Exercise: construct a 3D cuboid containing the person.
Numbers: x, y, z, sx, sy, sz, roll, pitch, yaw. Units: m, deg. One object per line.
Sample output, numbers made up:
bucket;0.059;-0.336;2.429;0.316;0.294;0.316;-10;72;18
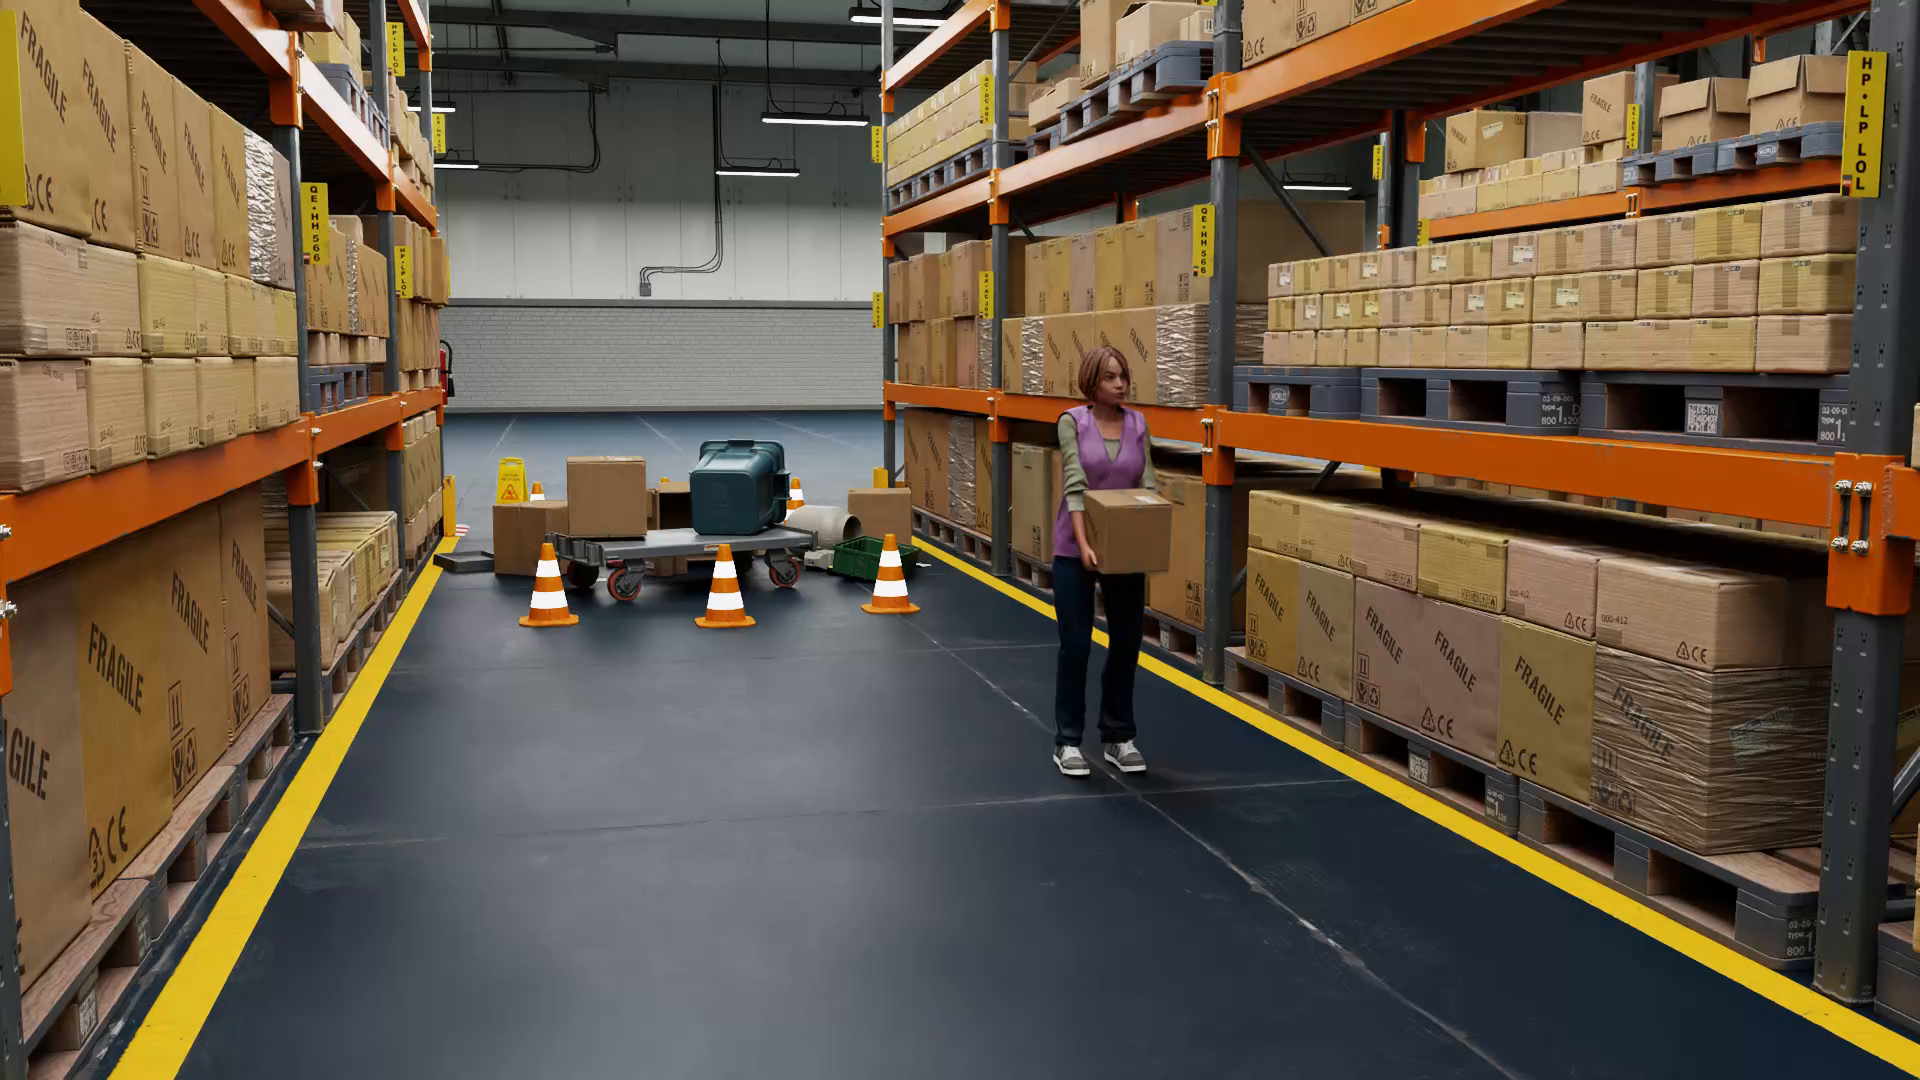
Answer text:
person;0.548;0.082;6.158;0.375;1.598;0.503;-2;7;-15
